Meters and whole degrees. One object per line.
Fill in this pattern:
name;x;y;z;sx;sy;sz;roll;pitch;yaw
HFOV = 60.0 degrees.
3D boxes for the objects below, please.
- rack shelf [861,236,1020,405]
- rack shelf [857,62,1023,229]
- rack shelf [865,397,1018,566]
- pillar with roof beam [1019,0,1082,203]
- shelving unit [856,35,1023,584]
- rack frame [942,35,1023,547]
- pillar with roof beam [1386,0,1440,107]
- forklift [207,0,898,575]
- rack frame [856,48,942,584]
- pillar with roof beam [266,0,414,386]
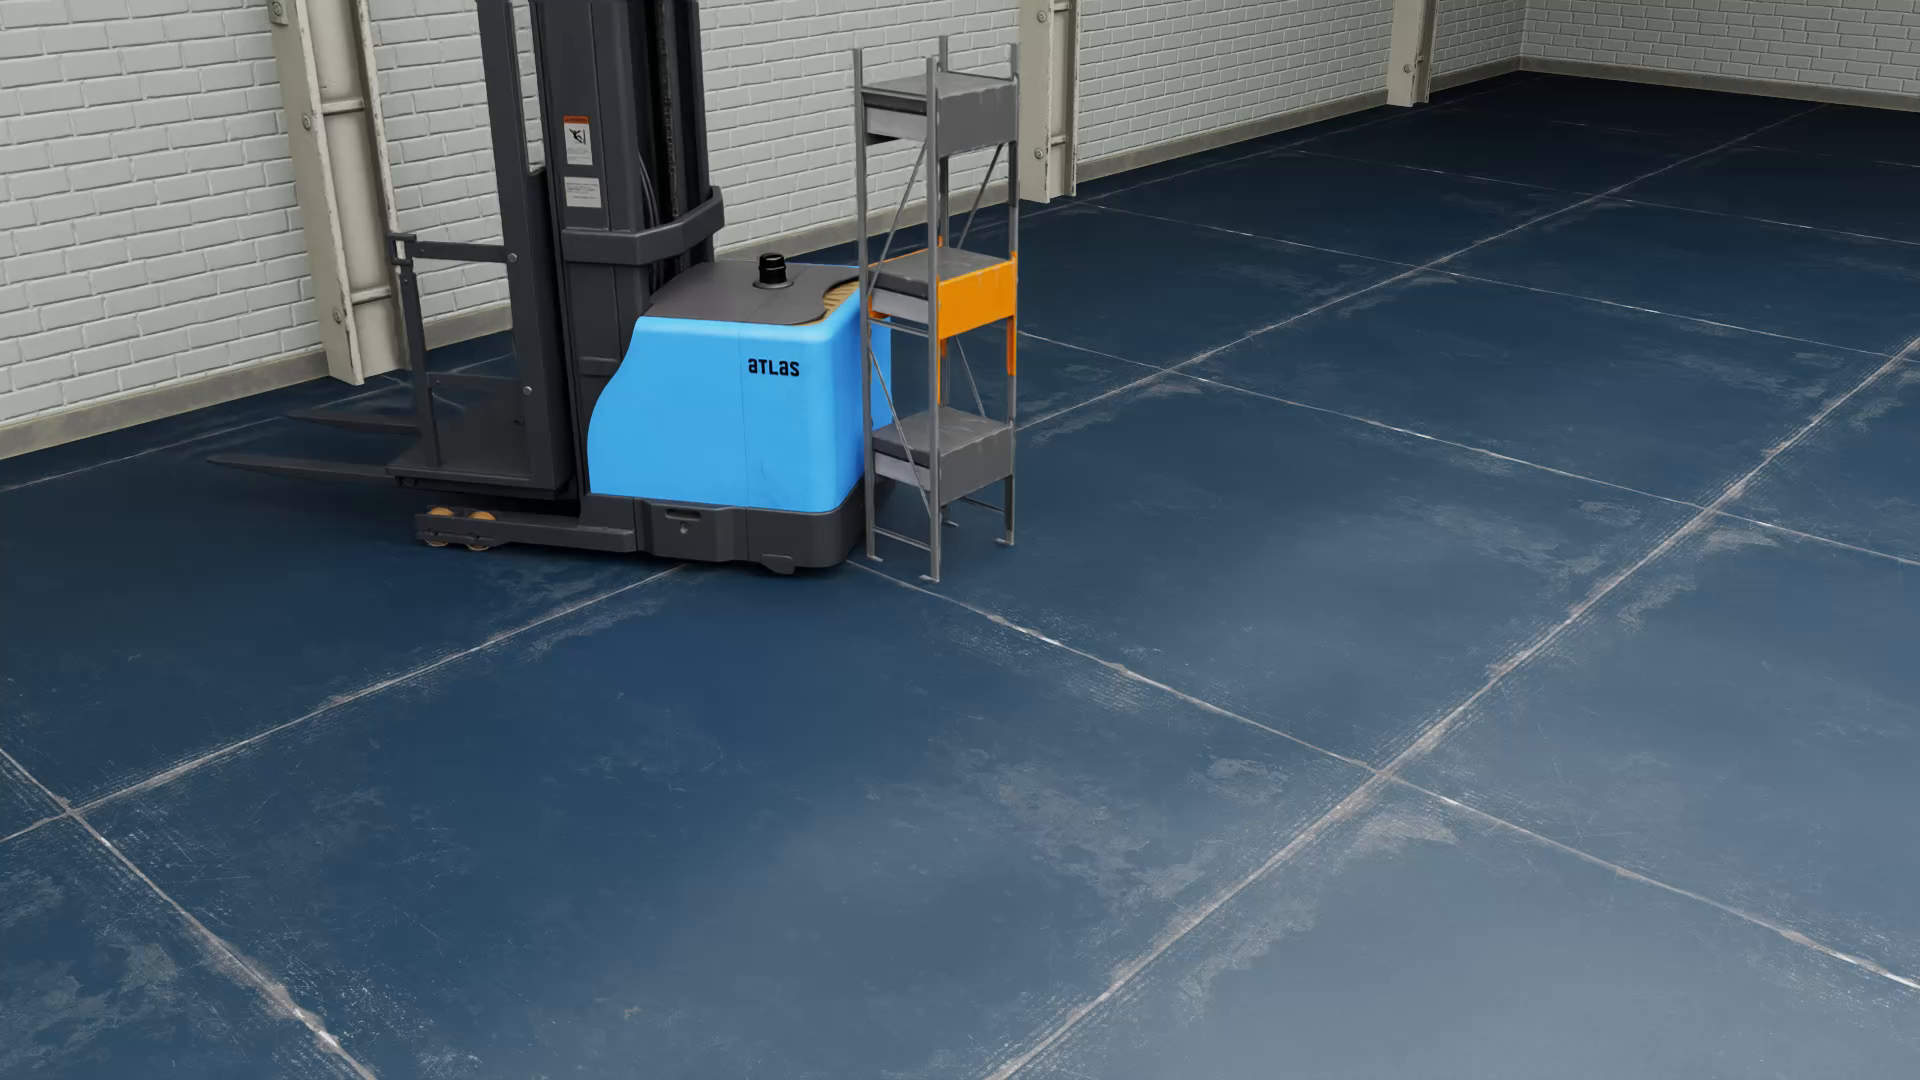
rack shelf;-0.075;-0.895;6.714;0.431;0.518;0.480;19;30;36
rack shelf;-0.074;-1.534;6.427;0.431;0.518;0.480;19;30;36
rack shelf;-0.075;-0.257;7.000;0.431;0.518;0.480;19;30;36
pillar with roof beam;3.904;-5.709;8.983;9.100;9.000;0.400;20;31;38
shelving unit;-0.075;-0.908;6.708;0.431;2.100;0.503;19;30;36
rack frame;0.083;-0.984;6.878;0.400;2.100;0.015;19;30;36
pillar with roof beam;7.909;-7.537;13.060;9.100;9.000;0.400;20;31;38
forklift;-1.859;-1.493;6.998;3.031;2.935;1.130;5;25;12
rack frame;-0.232;-0.832;6.538;0.400;2.100;0.015;19;30;36
pillar with roof beam;-0.100;-3.881;4.906;9.100;9.000;0.400;20;31;38
